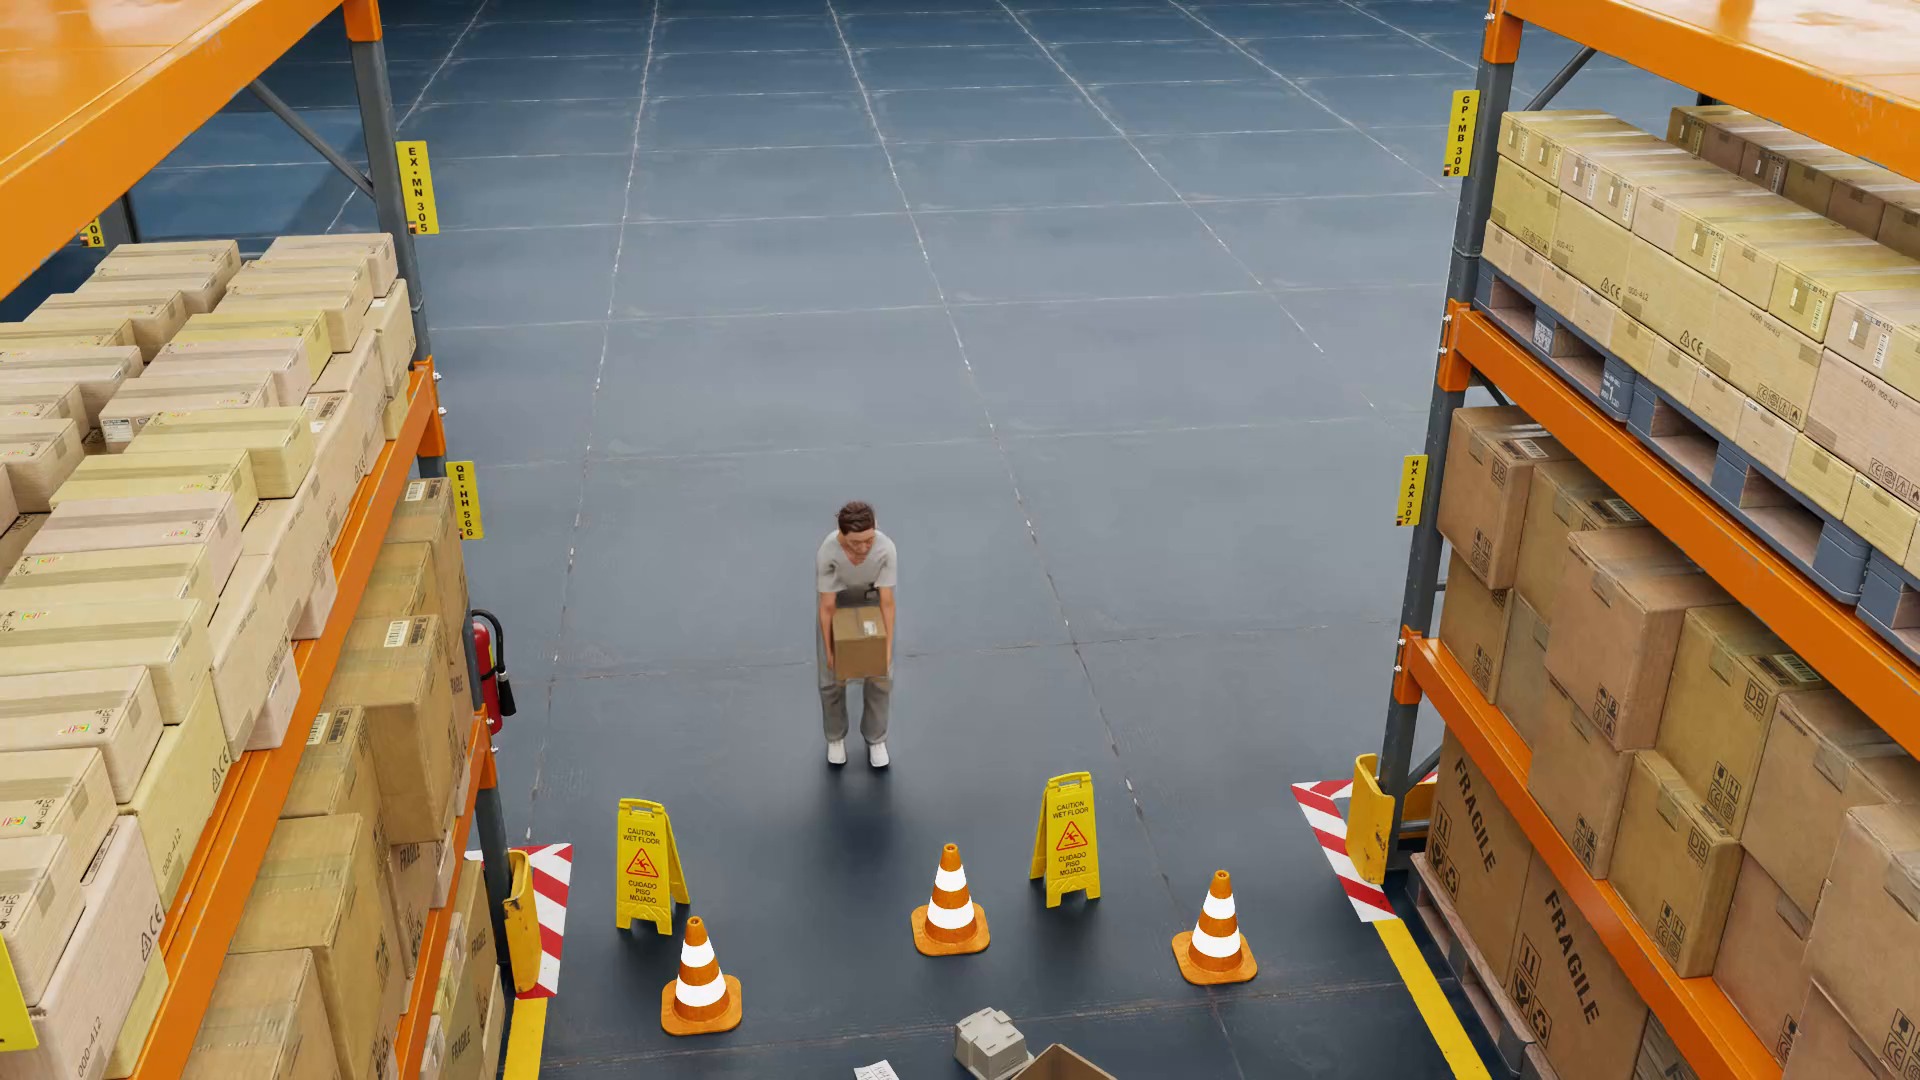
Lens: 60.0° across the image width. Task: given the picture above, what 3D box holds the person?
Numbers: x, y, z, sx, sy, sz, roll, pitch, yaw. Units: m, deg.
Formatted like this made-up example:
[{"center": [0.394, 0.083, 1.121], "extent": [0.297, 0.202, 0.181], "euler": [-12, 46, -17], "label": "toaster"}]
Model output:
[{"center": [-0.518, 0.446, 8.344], "extent": [0.410, 1.575, 0.576], "euler": [-4, 28, -8], "label": "person"}]
